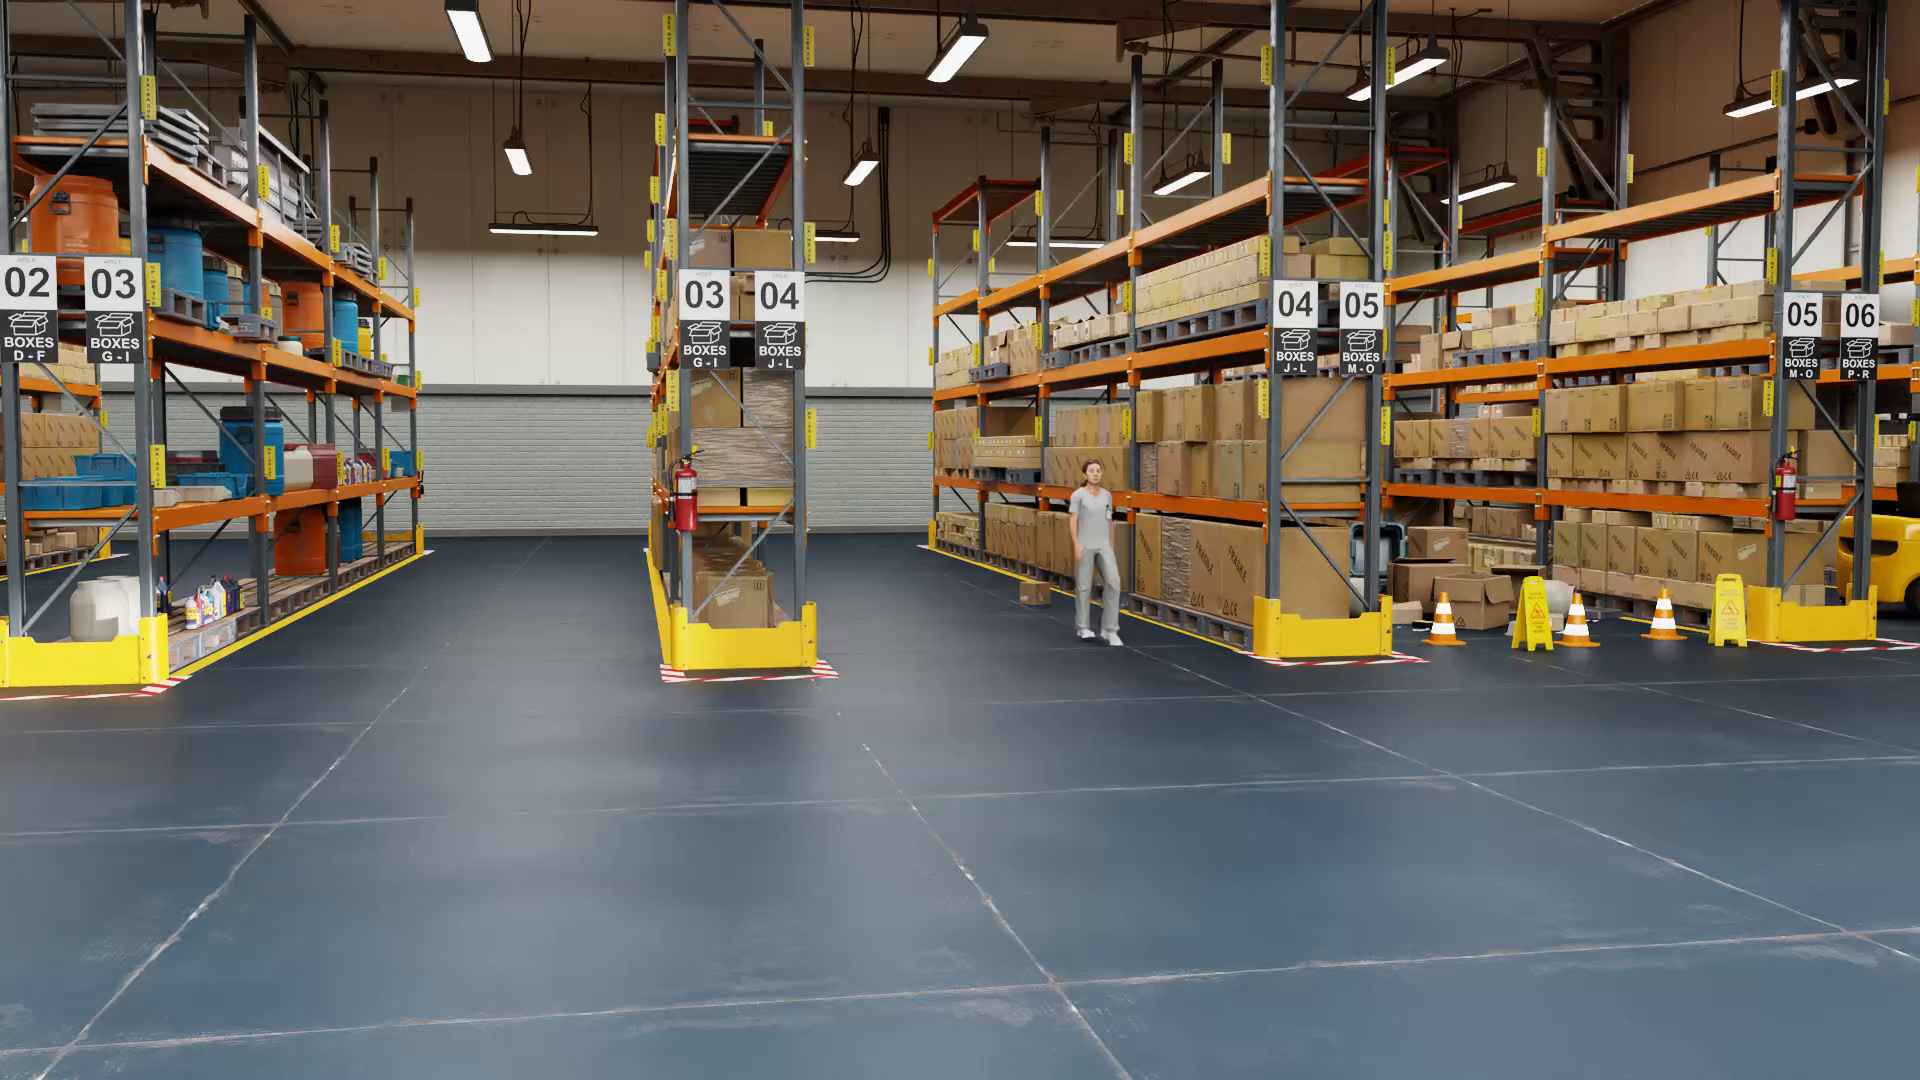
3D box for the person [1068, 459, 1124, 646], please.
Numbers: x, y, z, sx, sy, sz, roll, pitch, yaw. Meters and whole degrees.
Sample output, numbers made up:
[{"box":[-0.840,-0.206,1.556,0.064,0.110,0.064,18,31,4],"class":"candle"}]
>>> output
[{"box":[1.233,0.119,15.174,0.487,1.719,0.666,-1,3,-15],"class":"person"}]
